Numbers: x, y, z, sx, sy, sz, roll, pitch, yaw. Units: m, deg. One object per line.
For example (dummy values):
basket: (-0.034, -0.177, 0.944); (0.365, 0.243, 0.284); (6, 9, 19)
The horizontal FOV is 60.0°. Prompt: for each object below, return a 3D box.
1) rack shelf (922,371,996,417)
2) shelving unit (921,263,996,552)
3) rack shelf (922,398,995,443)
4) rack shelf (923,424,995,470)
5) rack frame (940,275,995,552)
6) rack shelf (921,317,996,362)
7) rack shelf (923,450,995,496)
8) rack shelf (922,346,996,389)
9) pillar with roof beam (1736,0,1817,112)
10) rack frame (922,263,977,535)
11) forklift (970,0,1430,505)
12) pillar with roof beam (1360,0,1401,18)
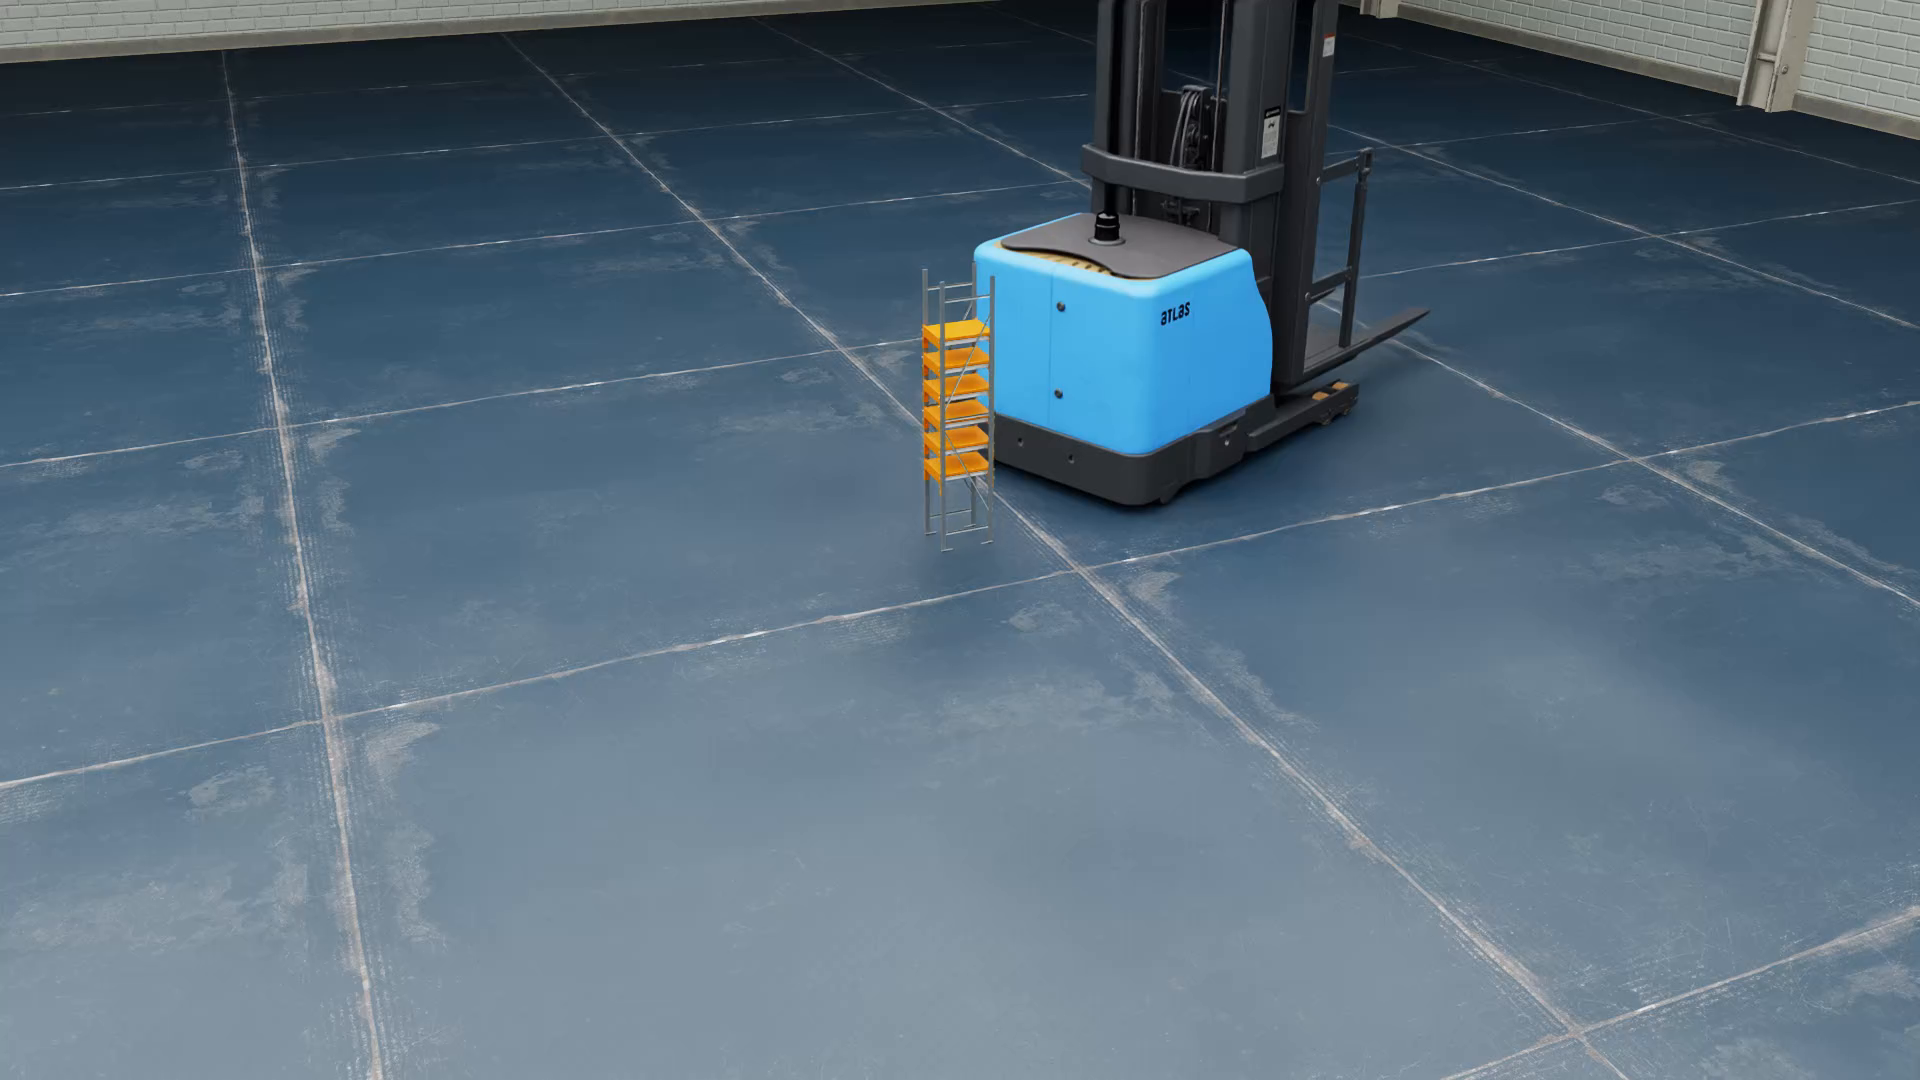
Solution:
rack shelf: (-0.006, -0.613, 6.966); (0.258, 0.103, 0.180); (-11, 28, -21)
shelving unit: (-0.006, -0.545, 6.999); (0.258, 1.200, 0.189); (-11, 28, -21)
rack shelf: (-0.006, -0.505, 7.018); (0.258, 0.103, 0.180); (-11, 28, -21)
rack shelf: (-0.006, -0.397, 7.071); (0.258, 0.103, 0.180); (-11, 28, -21)
rack frame: (0.030, -0.508, 6.923); (0.240, 1.200, 0.006); (-11, 28, -21)
rack shelf: (-0.006, -0.829, 6.860); (0.258, 0.103, 0.180); (-11, 28, -21)
rack shelf: (-0.006, -0.289, 7.124); (0.258, 0.103, 0.180); (-11, 28, -21)
rack shelf: (-0.006, -0.721, 6.913); (0.258, 0.103, 0.180); (-11, 28, -21)
pillar with roof beam: (3.555, -7.349, 12.045); (9.100, 9.000, 0.400); (-11, 28, -21)
rack frame: (-0.042, -0.582, 7.074); (0.240, 1.200, 0.006); (-11, 28, -21)
forklift: (1.407, -2.034, 8.074); (1.130, 2.935, 3.031); (22, 33, 37)
pillar with roof beam: (1.206, -9.771, 17.006); (9.100, 9.000, 0.400); (-11, 28, -21)
